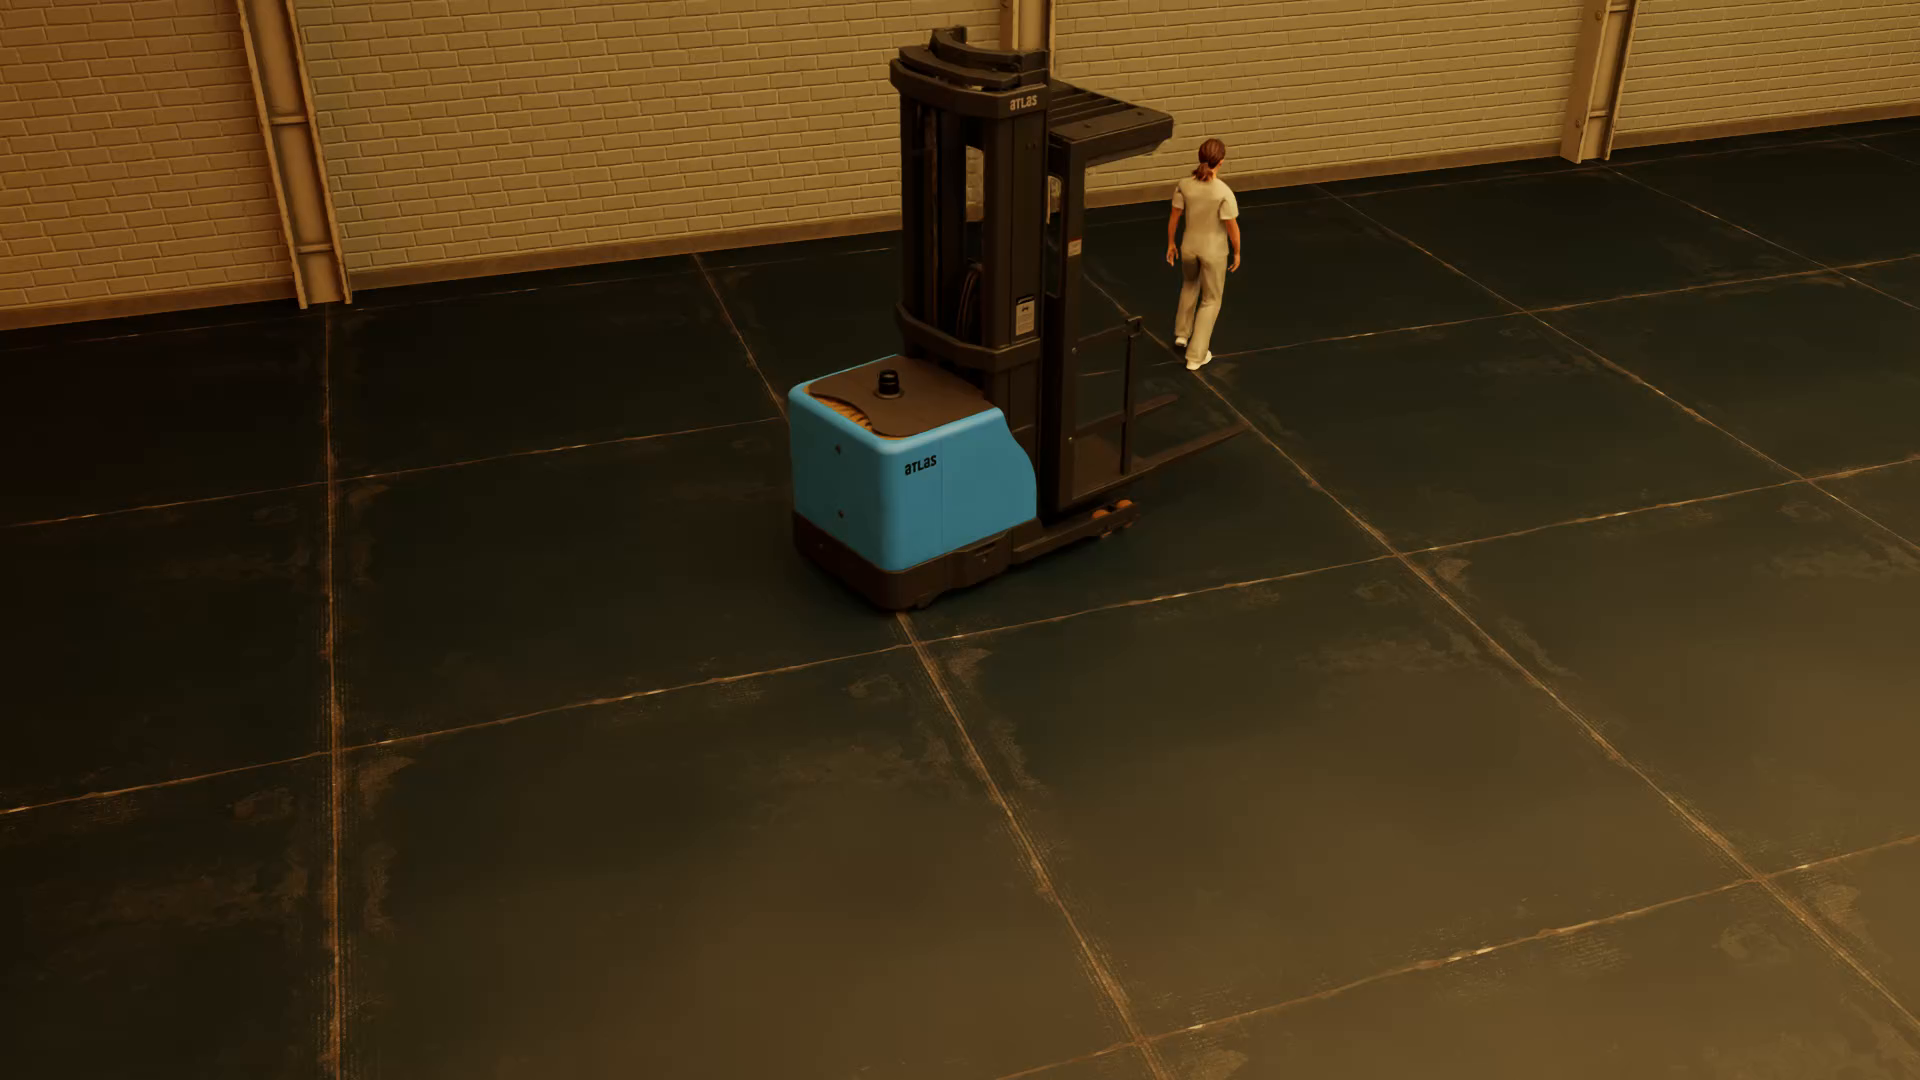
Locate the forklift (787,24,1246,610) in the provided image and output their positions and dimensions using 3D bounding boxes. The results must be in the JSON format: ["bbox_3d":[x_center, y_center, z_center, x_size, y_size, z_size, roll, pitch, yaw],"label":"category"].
[{"bbox_3d":[0.479,-1.473,9.647,3.031,2.935,1.130,-22,36,-33],"label":"forklift"}]

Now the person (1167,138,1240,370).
[{"bbox_3d":[1.768,-2.059,12.007,0.545,1.710,0.530,19,35,30],"label":"person"}]
